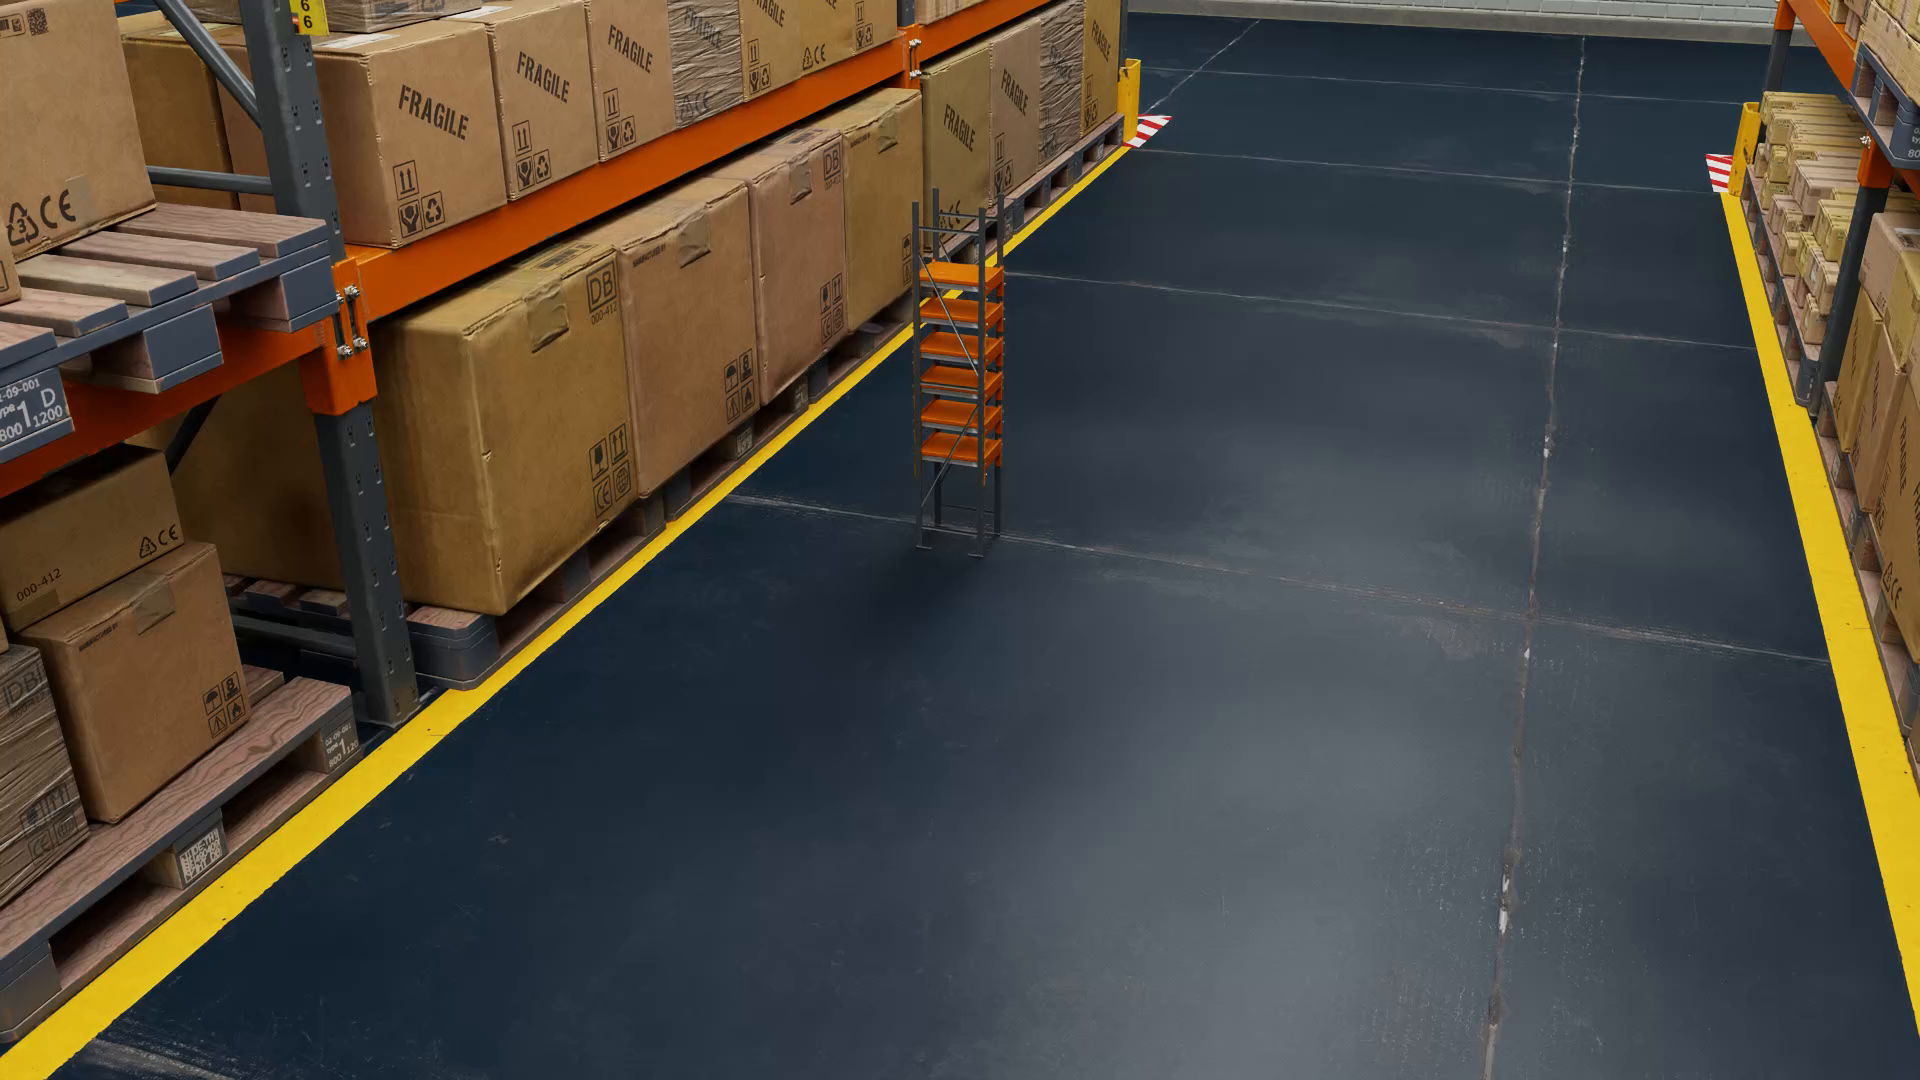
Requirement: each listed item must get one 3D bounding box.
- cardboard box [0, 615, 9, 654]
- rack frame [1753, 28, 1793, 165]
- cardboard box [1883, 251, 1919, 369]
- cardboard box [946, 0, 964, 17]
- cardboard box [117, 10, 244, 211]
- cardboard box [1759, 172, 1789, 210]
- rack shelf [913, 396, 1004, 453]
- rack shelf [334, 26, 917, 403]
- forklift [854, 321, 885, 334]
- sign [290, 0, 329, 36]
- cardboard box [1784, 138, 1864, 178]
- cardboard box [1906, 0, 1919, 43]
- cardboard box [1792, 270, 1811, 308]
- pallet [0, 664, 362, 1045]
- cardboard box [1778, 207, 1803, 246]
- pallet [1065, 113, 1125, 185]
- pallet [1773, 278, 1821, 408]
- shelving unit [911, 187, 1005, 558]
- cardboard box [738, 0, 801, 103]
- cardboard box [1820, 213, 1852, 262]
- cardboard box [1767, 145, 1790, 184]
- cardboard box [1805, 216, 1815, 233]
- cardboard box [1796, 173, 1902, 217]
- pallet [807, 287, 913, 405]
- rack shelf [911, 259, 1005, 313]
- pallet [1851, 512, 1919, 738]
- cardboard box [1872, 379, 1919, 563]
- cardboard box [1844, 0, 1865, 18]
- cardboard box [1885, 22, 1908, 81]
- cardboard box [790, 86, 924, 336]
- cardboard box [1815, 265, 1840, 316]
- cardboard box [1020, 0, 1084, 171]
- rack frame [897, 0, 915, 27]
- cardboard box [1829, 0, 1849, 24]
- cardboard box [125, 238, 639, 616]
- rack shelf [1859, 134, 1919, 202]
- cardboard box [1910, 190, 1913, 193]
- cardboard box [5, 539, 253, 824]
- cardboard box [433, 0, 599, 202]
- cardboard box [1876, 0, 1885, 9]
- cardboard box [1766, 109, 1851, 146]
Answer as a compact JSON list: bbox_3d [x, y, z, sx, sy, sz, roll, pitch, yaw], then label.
[{"bbox_3d":[-2.388,0.177,3.446,0.500,0.250,0.500,12,28,23],"label":"cardboard box"},{"bbox_3d":[5.279,-3.439,9.410,1.000,3.000,0.127,9,27,17],"label":"rack frame"},{"bbox_3d":[3.278,-0.712,5.304,0.500,0.250,0.500,10,27,19],"label":"cardboard box"},{"bbox_3d":[-0.196,-2.624,8.016,0.380,0.149,0.250,8,27,16],"label":"cardboard box"},{"bbox_3d":[-2.096,-1.196,4.663,0.500,0.500,0.500,10,27,19],"label":"cardboard box"},{"bbox_3d":[4.528,-1.864,8.948,0.380,0.149,0.250,9,27,18],"label":"cardboard box"},{"bbox_3d":[-0.005,-0.386,5.548,0.258,0.103,0.180,9,27,17],"label":"rack shelf"},{"bbox_3d":[-1.361,-1.410,6.046,1.077,0.370,4.000,9,27,17],"label":"rack shelf"},{"bbox_3d":[-1.792,-2.224,6.981,3.031,2.935,1.130,14,29,27],"label":"forklift"},{"bbox_3d":[-1.512,-1.323,3.802,0.100,0.325,0.005,9,27,17],"label":"sign"},{"bbox_3d":[4.365,-1.903,8.345,0.380,0.149,0.250,9,27,18],"label":"cardboard box"},{"bbox_3d":[3.127,-1.590,5.057,0.380,0.149,0.250,8,27,15],"label":"cardboard box"},{"bbox_3d":[3.950,-1.124,7.419,0.380,0.149,0.250,8,27,16],"label":"cardboard box"},{"bbox_3d":[-2.288,0.664,4.137,1.003,0.211,1.213,9,27,17],"label":"pallet"},{"bbox_3d":[4.301,-1.538,8.274,0.380,0.149,0.250,9,27,17],"label":"cardboard box"},{"bbox_3d":[0.443,-2.605,10.887,1.003,0.211,1.213,9,27,17],"label":"pallet"},{"bbox_3d":[4.138,-0.821,7.204,1.003,0.211,1.213,9,27,17],"label":"pallet"},{"bbox_3d":[-0.005,-0.534,5.476,0.258,1.200,0.189,9,27,17],"label":"shelving unit"},{"bbox_3d":[-0.932,-1.951,6.223,0.500,0.500,0.500,8,27,17],"label":"cardboard box"},{"bbox_3d":[3.869,-1.263,7.024,0.380,0.149,0.250,9,27,18],"label":"cardboard box"},{"bbox_3d":[4.533,-1.993,8.873,0.380,0.149,0.250,10,27,19],"label":"cardboard box"},{"bbox_3d":[4.146,-1.432,7.715,0.380,0.149,0.250,9,27,19],"label":"cardboard box"},{"bbox_3d":[4.108,-1.587,7.692,0.380,0.149,0.250,7,27,15],"label":"cardboard box"},{"bbox_3d":[-0.881,-0.973,7.517,1.003,0.211,1.213,9,27,17],"label":"pallet"},{"bbox_3d":[-0.005,-0.818,5.339,0.258,0.103,0.180,9,27,17],"label":"rack shelf"},{"bbox_3d":[3.286,0.283,4.923,1.003,0.211,1.213,9,27,17],"label":"pallet"},{"bbox_3d":[3.116,-0.159,5.023,0.500,0.500,0.500,9,27,18],"label":"cardboard box"},{"bbox_3d":[4.016,-2.427,6.864,0.500,0.500,0.500,8,27,16],"label":"cardboard box"},{"bbox_3d":[3.210,-1.559,5.334,0.380,0.149,0.250,9,27,18],"label":"cardboard box"},{"bbox_3d":[-0.890,-1.523,7.409,1.225,0.875,0.875,9,27,18],"label":"cardboard box"},{"bbox_3d":[3.753,-1.010,6.843,0.380,0.149,0.250,9,27,18],"label":"cardboard box"},{"bbox_3d":[0.195,-2.784,10.014,0.875,0.875,0.875,9,27,17],"label":"cardboard box"},{"bbox_3d":[-0.696,-2.556,7.587,1.000,3.000,0.127,9,27,17],"label":"rack frame"},{"bbox_3d":[4.275,-2.486,7.731,0.380,0.149,0.250,9,27,18],"label":"cardboard box"},{"bbox_3d":[-1.777,-0.425,5.143,1.225,0.875,0.875,7,27,15],"label":"cardboard box"},{"bbox_3d":[3.282,-0.649,4.475,1.077,0.370,4.000,9,27,17],"label":"rack shelf"},{"bbox_3d":[4.683,-1.623,7.767,0.380,0.149,0.250,8,27,15],"label":"cardboard box"},{"bbox_3d":[-2.231,0.293,4.066,0.700,0.500,0.500,7,27,15],"label":"cardboard box"},{"bbox_3d":[-1.439,-1.330,4.939,0.500,0.500,0.500,8,27,16],"label":"cardboard box"},{"bbox_3d":[3.383,-1.910,5.717,0.380,0.149,0.250,9,27,18],"label":"cardboard box"},{"bbox_3d":[4.601,-2.231,9.022,0.380,0.149,0.250,9,27,17],"label":"cardboard box"}]
